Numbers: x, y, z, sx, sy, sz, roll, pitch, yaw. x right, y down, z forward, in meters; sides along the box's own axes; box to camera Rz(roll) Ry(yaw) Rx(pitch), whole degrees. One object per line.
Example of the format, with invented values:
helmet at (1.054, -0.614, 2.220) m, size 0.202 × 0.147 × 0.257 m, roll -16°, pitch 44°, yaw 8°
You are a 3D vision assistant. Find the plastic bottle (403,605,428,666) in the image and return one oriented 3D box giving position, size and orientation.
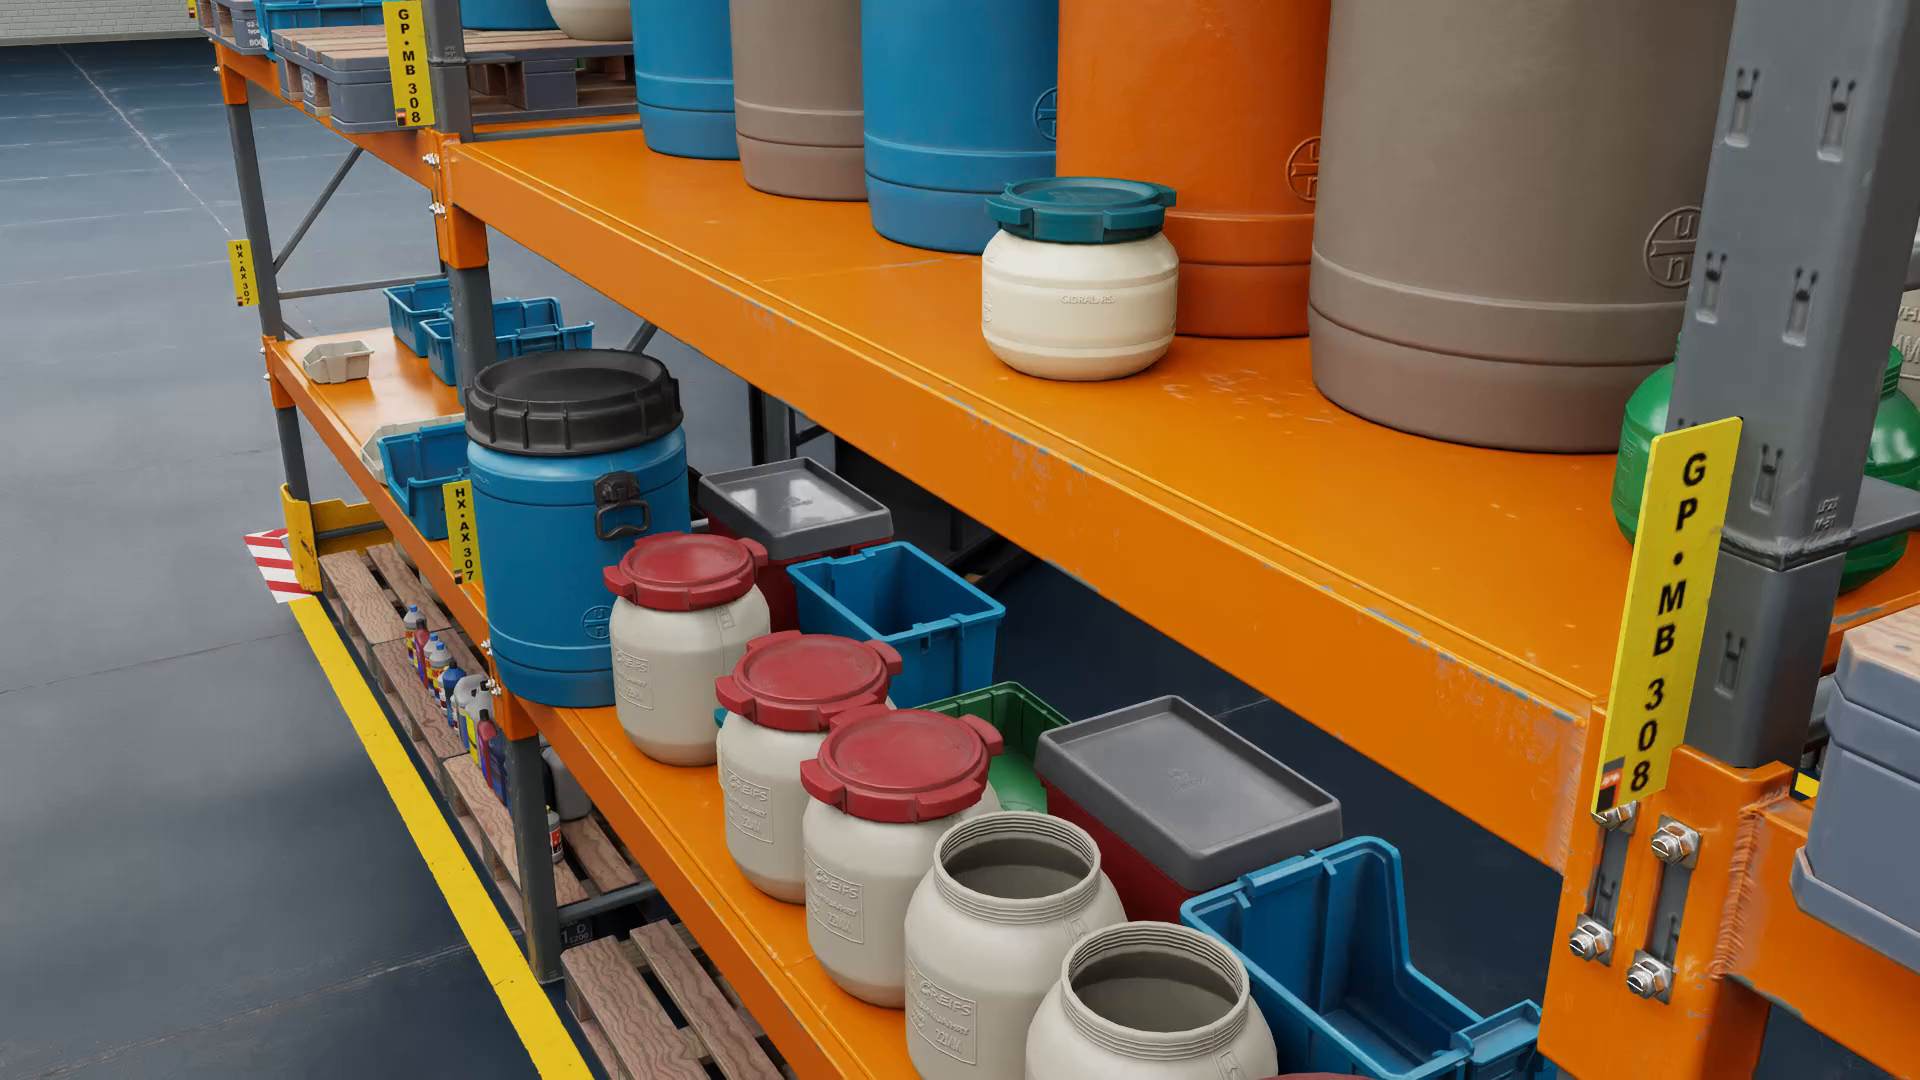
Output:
plastic bottle at (-2.398, 0.415, 7.345) m, size 0.097 × 0.271 × 0.097 m, roll 0°, pitch 22°, yaw 0°

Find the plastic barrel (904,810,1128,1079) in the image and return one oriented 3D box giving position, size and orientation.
plastic barrel at (0.106, 0.818, 3.167) m, size 0.421 × 0.512 × 0.421 m, roll 0°, pitch 22°, yaw 0°

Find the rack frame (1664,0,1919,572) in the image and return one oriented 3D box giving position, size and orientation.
rack frame at (1.030, -1.481, 1.005) m, size 1.000 × 3.000 × 0.127 m, roll -13°, pitch 25°, yaw -28°

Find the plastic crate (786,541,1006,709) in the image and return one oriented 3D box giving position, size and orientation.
plastic crate at (-0.182, 0.308, 4.592) m, size 0.392 × 0.384 × 0.575 m, roll -13°, pitch 25°, yaw -28°

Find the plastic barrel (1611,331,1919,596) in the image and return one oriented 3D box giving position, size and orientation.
plastic barrel at (0.860, -0.090, 1.771) m, size 0.294 × 0.245 × 0.294 m, roll 0°, pitch 22°, yaw 0°

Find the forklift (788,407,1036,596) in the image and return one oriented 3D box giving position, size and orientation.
forklift at (-0.313, -1.155, 8.261) m, size 1.130 × 2.935 × 3.031 m, roll 12°, pitch 25°, yaw 28°

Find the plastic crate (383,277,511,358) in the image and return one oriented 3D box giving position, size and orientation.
plastic crate at (-2.544, -1.118, 8.277) m, size 0.499 × 0.251 × 0.616 m, roll -13°, pitch 25°, yaw -28°

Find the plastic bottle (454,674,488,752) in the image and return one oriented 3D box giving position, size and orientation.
plastic bottle at (-1.933, 0.688, 6.668) m, size 0.152 × 0.276 × 0.135 m, roll -12°, pitch 25°, yaw -27°

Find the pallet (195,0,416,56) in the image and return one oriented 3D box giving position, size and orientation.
pallet at (-2.718, -2.307, 7.271) m, size 1.003 × 0.211 × 1.213 m, roll -13°, pitch 25°, yaw -28°

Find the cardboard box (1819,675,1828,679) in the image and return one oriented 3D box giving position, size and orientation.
cardboard box at (3.767, 0.642, 6.842) m, size 0.500 × 0.250 × 0.500 m, roll -13°, pitch 26°, yaw -30°

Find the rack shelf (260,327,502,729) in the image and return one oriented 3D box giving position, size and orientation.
rack shelf at (-2.035, -0.311, 7.048) m, size 1.077 × 0.370 × 4.000 m, roll -13°, pitch 25°, yaw -28°

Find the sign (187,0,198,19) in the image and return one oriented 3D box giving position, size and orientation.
sign at (-3.532, -2.581, 7.682) m, size 0.100 × 0.325 × 0.005 m, roll -13°, pitch 25°, yaw -28°

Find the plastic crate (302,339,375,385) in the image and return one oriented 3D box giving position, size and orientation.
plastic crate at (-2.876, -0.818, 7.690) m, size 0.298 × 0.136 × 0.250 m, roll -13°, pitch 25°, yaw -28°

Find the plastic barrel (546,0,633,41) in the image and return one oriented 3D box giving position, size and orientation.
plastic barrel at (-1.064, -1.810, 5.091) m, size 0.421 × 0.512 × 0.421 m, roll 0°, pitch 22°, yaw 0°

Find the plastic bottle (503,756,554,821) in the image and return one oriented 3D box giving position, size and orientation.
plastic bottle at (-1.590, 0.873, 6.113) m, size 0.144 × 0.351 × 0.185 m, roll -13°, pitch 26°, yaw -30°

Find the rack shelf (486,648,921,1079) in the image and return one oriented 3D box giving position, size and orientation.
rack shelf at (0.008, 0.984, 3.863) m, size 1.077 × 0.370 × 4.000 m, roll -13°, pitch 25°, yaw -28°

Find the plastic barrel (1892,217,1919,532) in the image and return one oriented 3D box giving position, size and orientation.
plastic barrel at (1.135, -0.303, 1.941) m, size 0.421 × 0.512 × 0.421 m, roll 0°, pitch 22°, yaw 0°

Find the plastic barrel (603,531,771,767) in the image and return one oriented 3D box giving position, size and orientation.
plastic barrel at (-0.713, 0.292, 4.429) m, size 0.433 × 0.535 × 0.433 m, roll 0°, pitch 22°, yaw 0°

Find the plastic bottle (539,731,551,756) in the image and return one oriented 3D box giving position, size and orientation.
plastic bottle at (-1.574, 0.809, 6.370) m, size 0.152 × 0.276 × 0.135 m, roll -13°, pitch 25°, yaw -28°

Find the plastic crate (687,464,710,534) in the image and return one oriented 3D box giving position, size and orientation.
plastic crate at (-1.171, -0.162, 5.809) m, size 0.767 × 0.338 × 0.504 m, roll -13°, pitch 25°, yaw -28°

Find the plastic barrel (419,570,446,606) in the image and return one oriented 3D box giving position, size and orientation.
plastic barrel at (-2.399, 0.027, 8.008) m, size 0.421 × 0.512 × 0.421 m, roll 0°, pitch 22°, yaw 0°

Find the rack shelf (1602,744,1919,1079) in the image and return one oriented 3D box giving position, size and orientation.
rack shelf at (2.052, 0.889, 0.112) m, size 1.077 × 0.370 × 4.000 m, roll -13°, pitch 25°, yaw -28°

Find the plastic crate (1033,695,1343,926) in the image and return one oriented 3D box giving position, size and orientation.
plastic crate at (0.468, 0.686, 3.554) m, size 0.402 × 0.464 × 0.583 m, roll -13°, pitch 25°, yaw -28°

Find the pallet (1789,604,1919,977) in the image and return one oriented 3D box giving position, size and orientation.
pallet at (1.337, 0.262, 0.950) m, size 1.003 × 0.211 × 1.213 m, roll -13°, pitch 25°, yaw -28°

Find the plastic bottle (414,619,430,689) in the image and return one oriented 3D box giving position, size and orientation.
plastic bottle at (-2.298, 0.487, 7.154) m, size 0.061 × 0.283 × 0.133 m, roll -12°, pitch 25°, yaw -27°

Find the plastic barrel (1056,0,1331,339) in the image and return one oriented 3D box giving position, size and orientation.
plastic barrel at (0.463, -0.810, 2.766) m, size 0.600 × 0.830 × 0.708 m, roll -13°, pitch 25°, yaw -28°

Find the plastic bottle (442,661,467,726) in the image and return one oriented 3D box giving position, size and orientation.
plastic bottle at (-2.069, 0.624, 6.831) m, size 0.097 × 0.271 × 0.097 m, roll 0°, pitch 22°, yaw 0°

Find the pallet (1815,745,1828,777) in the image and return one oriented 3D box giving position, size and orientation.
pallet at (4.284, 0.970, 6.645) m, size 1.003 × 0.211 × 1.213 m, roll -13°, pitch 25°, yaw -28°

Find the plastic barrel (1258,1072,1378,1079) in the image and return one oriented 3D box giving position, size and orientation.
plastic barrel at (0.532, 1.143, 2.335) m, size 0.600 × 0.536 × 0.708 m, roll -13°, pitch 25°, yaw -28°

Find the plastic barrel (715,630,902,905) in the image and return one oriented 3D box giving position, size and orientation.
plastic barrel at (-0.338, 0.530, 3.844) m, size 0.433 × 0.535 × 0.433 m, roll 0°, pitch 22°, yaw 0°

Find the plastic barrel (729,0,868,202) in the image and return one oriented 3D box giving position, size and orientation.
plastic barrel at (-0.233, -1.284, 3.838) m, size 0.600 × 0.901 × 0.600 m, roll 0°, pitch 22°, yaw 0°

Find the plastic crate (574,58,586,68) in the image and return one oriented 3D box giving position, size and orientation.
plastic crate at (-1.585, -1.851, 6.181) m, size 0.336 × 0.188 × 0.450 m, roll -13°, pitch 25°, yaw -28°

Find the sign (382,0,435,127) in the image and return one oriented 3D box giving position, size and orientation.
sign at (-1.492, -1.288, 4.502) m, size 0.100 × 0.325 × 0.005 m, roll -13°, pitch 25°, yaw -28°

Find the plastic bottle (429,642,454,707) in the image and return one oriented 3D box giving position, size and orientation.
plastic bottle at (-2.172, 0.559, 6.993) m, size 0.097 × 0.271 × 0.097 m, roll 0°, pitch 22°, yaw 0°

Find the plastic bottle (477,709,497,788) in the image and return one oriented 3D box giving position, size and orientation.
plastic bottle at (-1.807, 0.798, 6.388) m, size 0.061 × 0.283 × 0.133 m, roll -11°, pitch 24°, yaw -25°

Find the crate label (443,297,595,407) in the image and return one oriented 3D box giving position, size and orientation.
crate label at (-1.884, -0.764, 7.161) m, size 0.502 × 0.435 × 0.616 m, roll -13°, pitch 25°, yaw -28°

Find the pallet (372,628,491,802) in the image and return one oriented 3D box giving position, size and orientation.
pallet at (-1.948, 0.674, 7.372) m, size 1.003 × 0.211 × 1.213 m, roll -13°, pitch 25°, yaw -28°

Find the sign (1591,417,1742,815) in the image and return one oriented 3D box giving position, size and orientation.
sign at (0.561, 0.065, 1.323) m, size 0.100 × 0.325 × 0.005 m, roll -13°, pitch 25°, yaw -28°

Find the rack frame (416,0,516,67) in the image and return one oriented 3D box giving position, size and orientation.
rack frame at (-1.013, -2.776, 4.190) m, size 1.000 × 3.000 × 0.127 m, roll -13°, pitch 25°, yaw -28°

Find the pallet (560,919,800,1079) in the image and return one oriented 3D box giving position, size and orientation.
pallet at (-0.579, 1.542, 5.238) m, size 1.003 × 0.211 × 1.213 m, roll -13°, pitch 25°, yaw -28°
